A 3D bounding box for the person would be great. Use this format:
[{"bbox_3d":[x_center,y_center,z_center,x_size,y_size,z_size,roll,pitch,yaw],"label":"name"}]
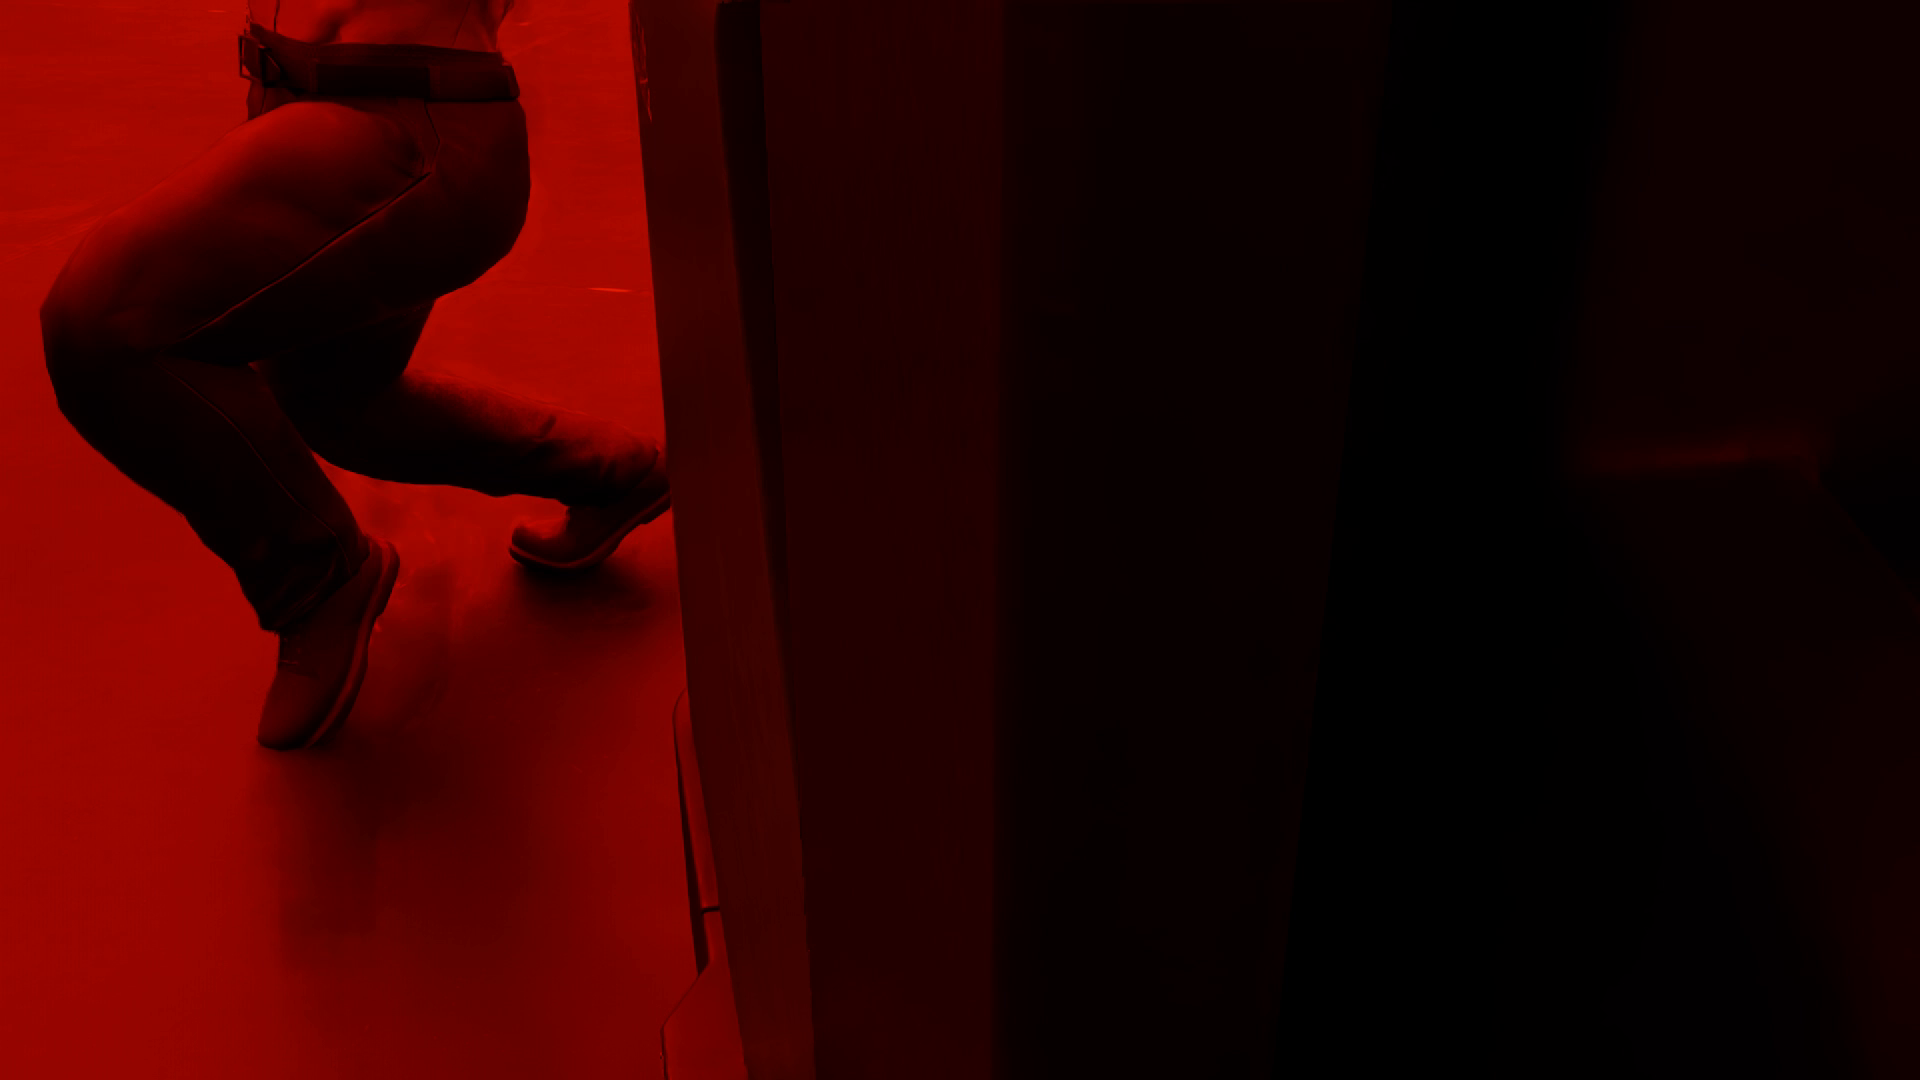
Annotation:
[{"bbox_3d":[-0.562,-0.441,1.779,0.815,1.509,1.021,-19,32,-33],"label":"person"}]
